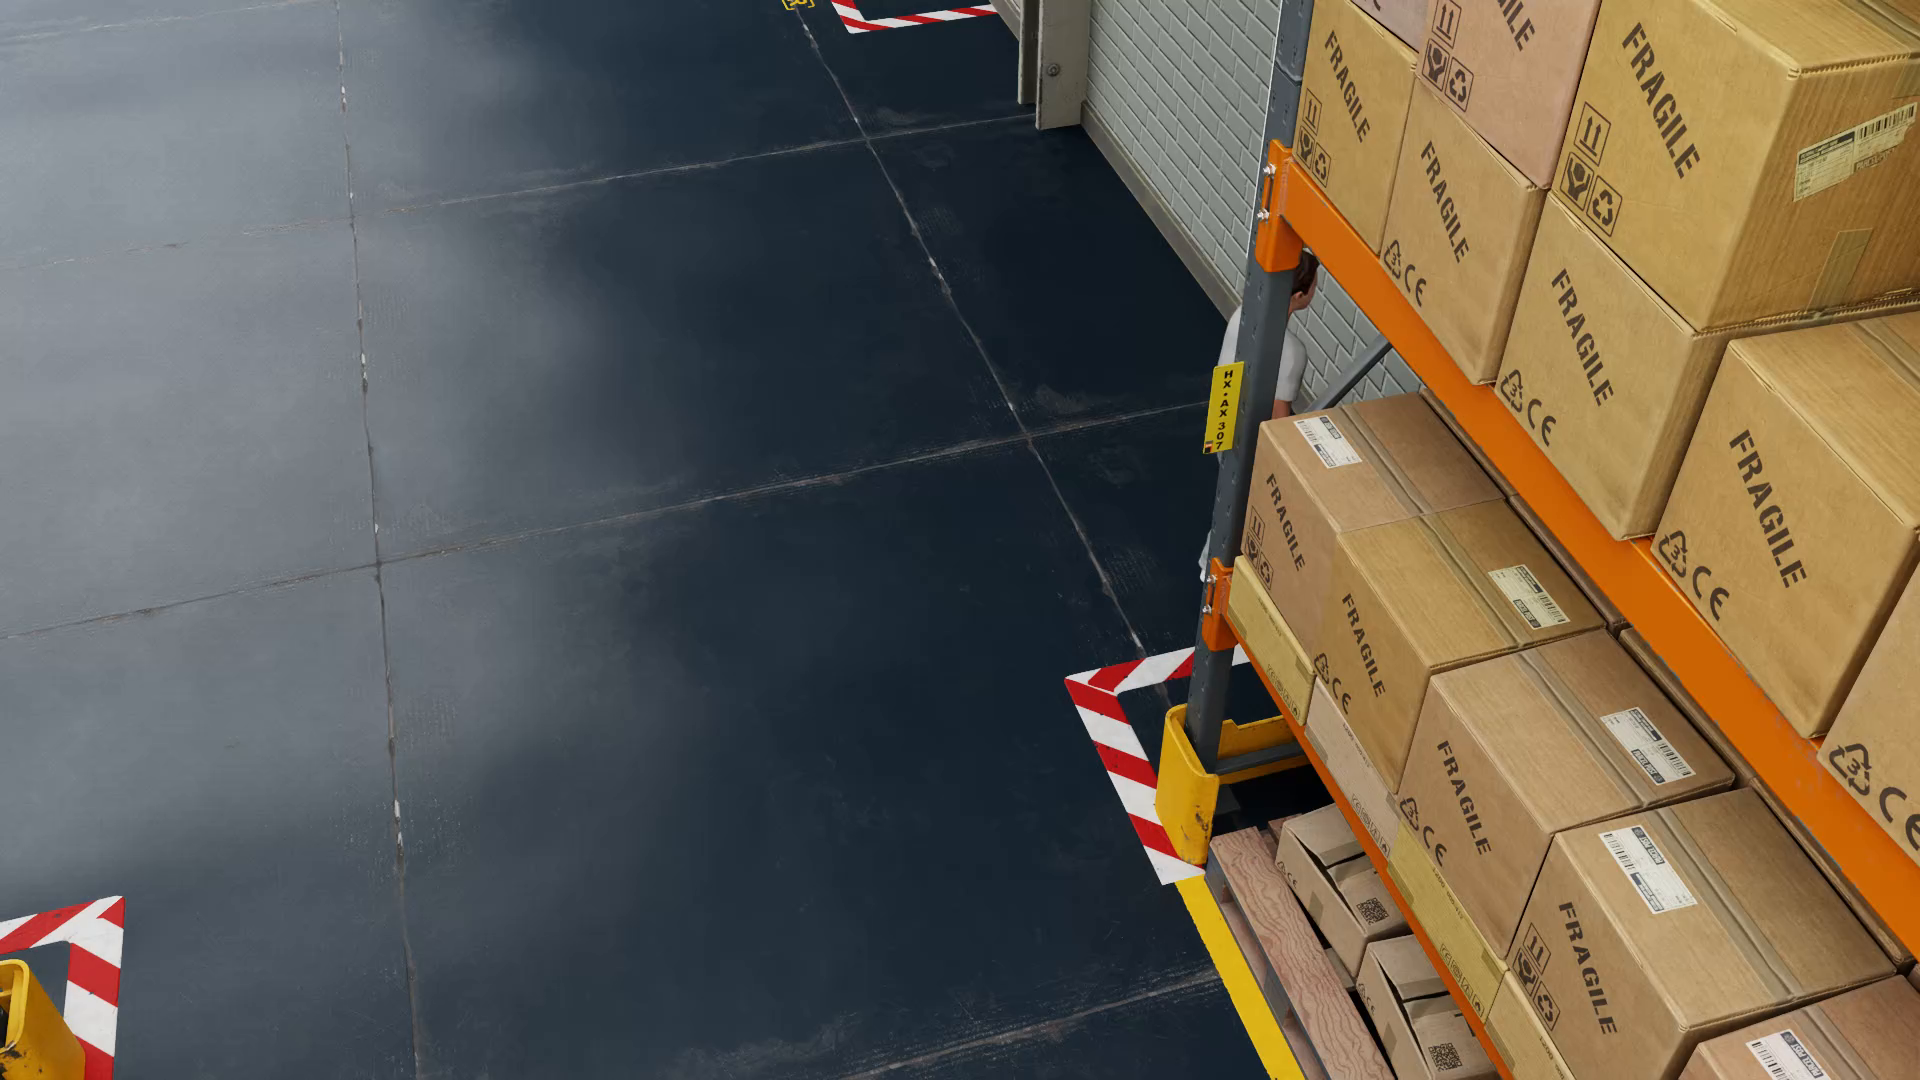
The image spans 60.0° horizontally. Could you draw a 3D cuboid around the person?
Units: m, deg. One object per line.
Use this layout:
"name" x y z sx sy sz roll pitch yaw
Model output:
"person" 1.190 -0.410 6.611 0.365 1.671 0.504 -14 44 -15
